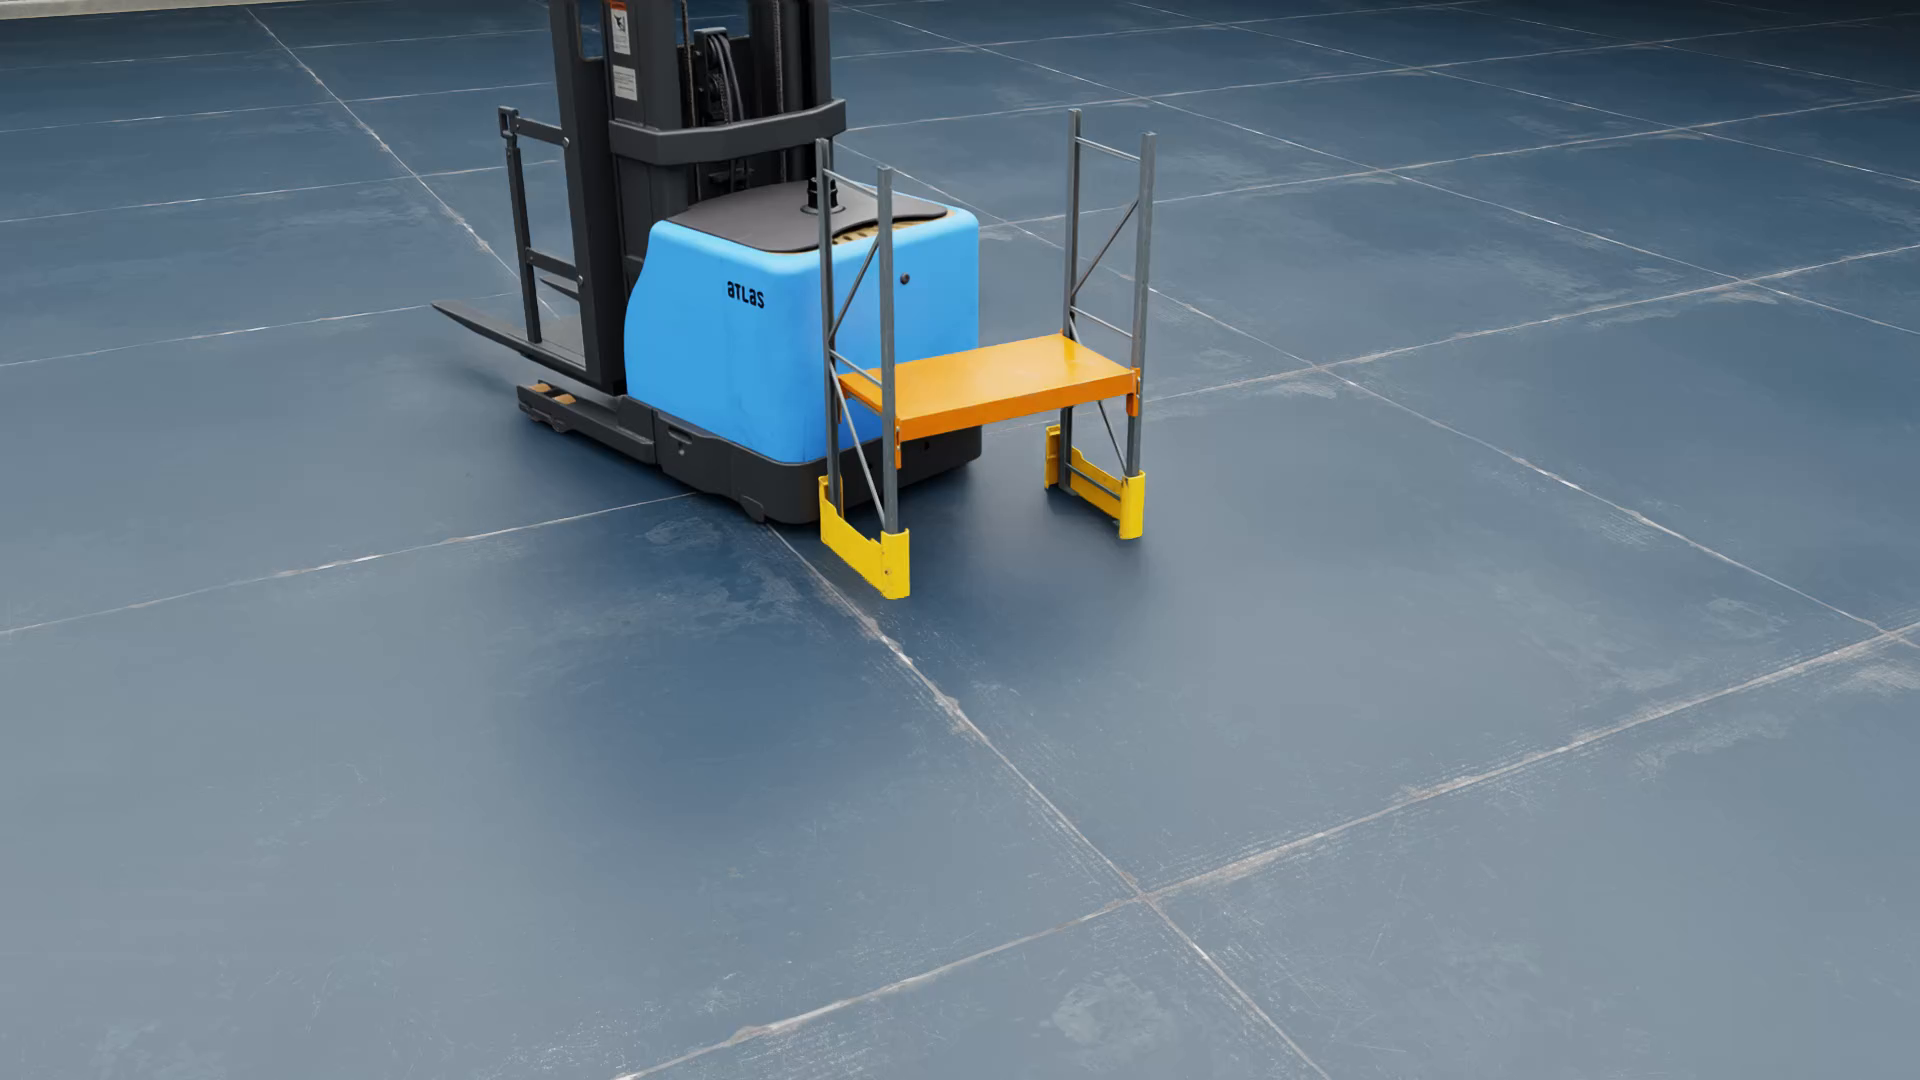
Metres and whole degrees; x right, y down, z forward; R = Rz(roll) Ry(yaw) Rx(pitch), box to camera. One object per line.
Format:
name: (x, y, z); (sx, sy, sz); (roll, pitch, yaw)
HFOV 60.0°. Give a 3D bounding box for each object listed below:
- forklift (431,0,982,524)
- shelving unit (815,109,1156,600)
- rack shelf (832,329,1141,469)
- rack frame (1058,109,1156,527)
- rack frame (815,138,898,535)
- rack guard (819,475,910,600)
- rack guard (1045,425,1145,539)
forklift: (-1.303, -1.923, 6.870); (1.130, 2.935, 3.031); (-23, 34, -39)
shelving unit: (0.083, -0.688, 5.949); (1.083, 1.500, 0.587); (-14, 29, -27)
rack shelf: (0.091, -0.527, 6.031); (1.000, 0.185, 0.538); (-14, 29, -27)
rack frame: (0.532, -0.799, 6.180); (0.032, 1.500, 0.500); (-14, 29, -27)
rack frame: (-0.351, -0.580, 5.726); (0.032, 1.500, 0.500); (-14, 29, -27)
rack guard: (-0.350, -0.017, 5.997); (0.087, 0.250, 0.587); (-14, 29, -27)
rack guard: (0.515, -0.231, 6.442); (0.087, 0.250, 0.587); (-14, 29, -27)
